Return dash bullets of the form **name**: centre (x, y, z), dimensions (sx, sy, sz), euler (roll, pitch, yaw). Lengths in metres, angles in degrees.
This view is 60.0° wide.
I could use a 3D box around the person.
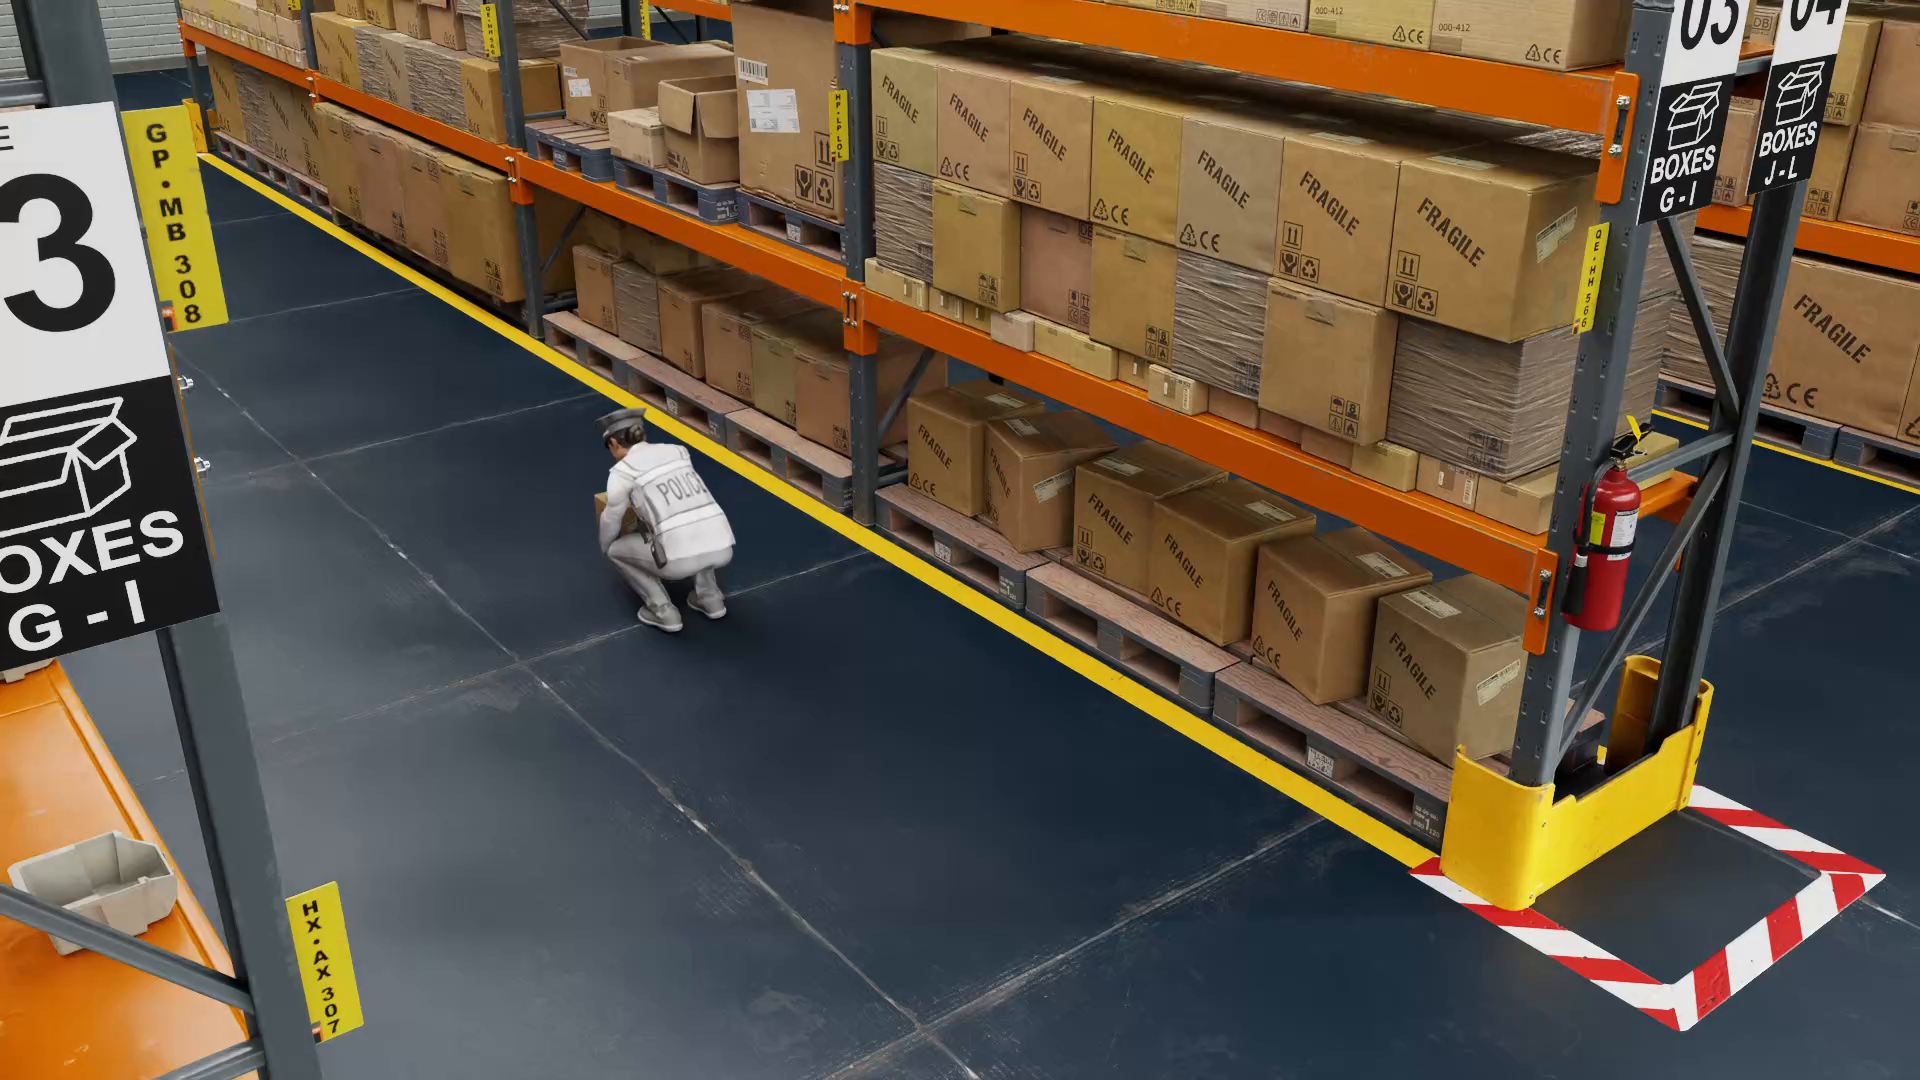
- **person**: centre (-1.382, -0.121, 7.714), dimensions (0.492, 0.969, 0.827), euler (-19, 31, -35)
